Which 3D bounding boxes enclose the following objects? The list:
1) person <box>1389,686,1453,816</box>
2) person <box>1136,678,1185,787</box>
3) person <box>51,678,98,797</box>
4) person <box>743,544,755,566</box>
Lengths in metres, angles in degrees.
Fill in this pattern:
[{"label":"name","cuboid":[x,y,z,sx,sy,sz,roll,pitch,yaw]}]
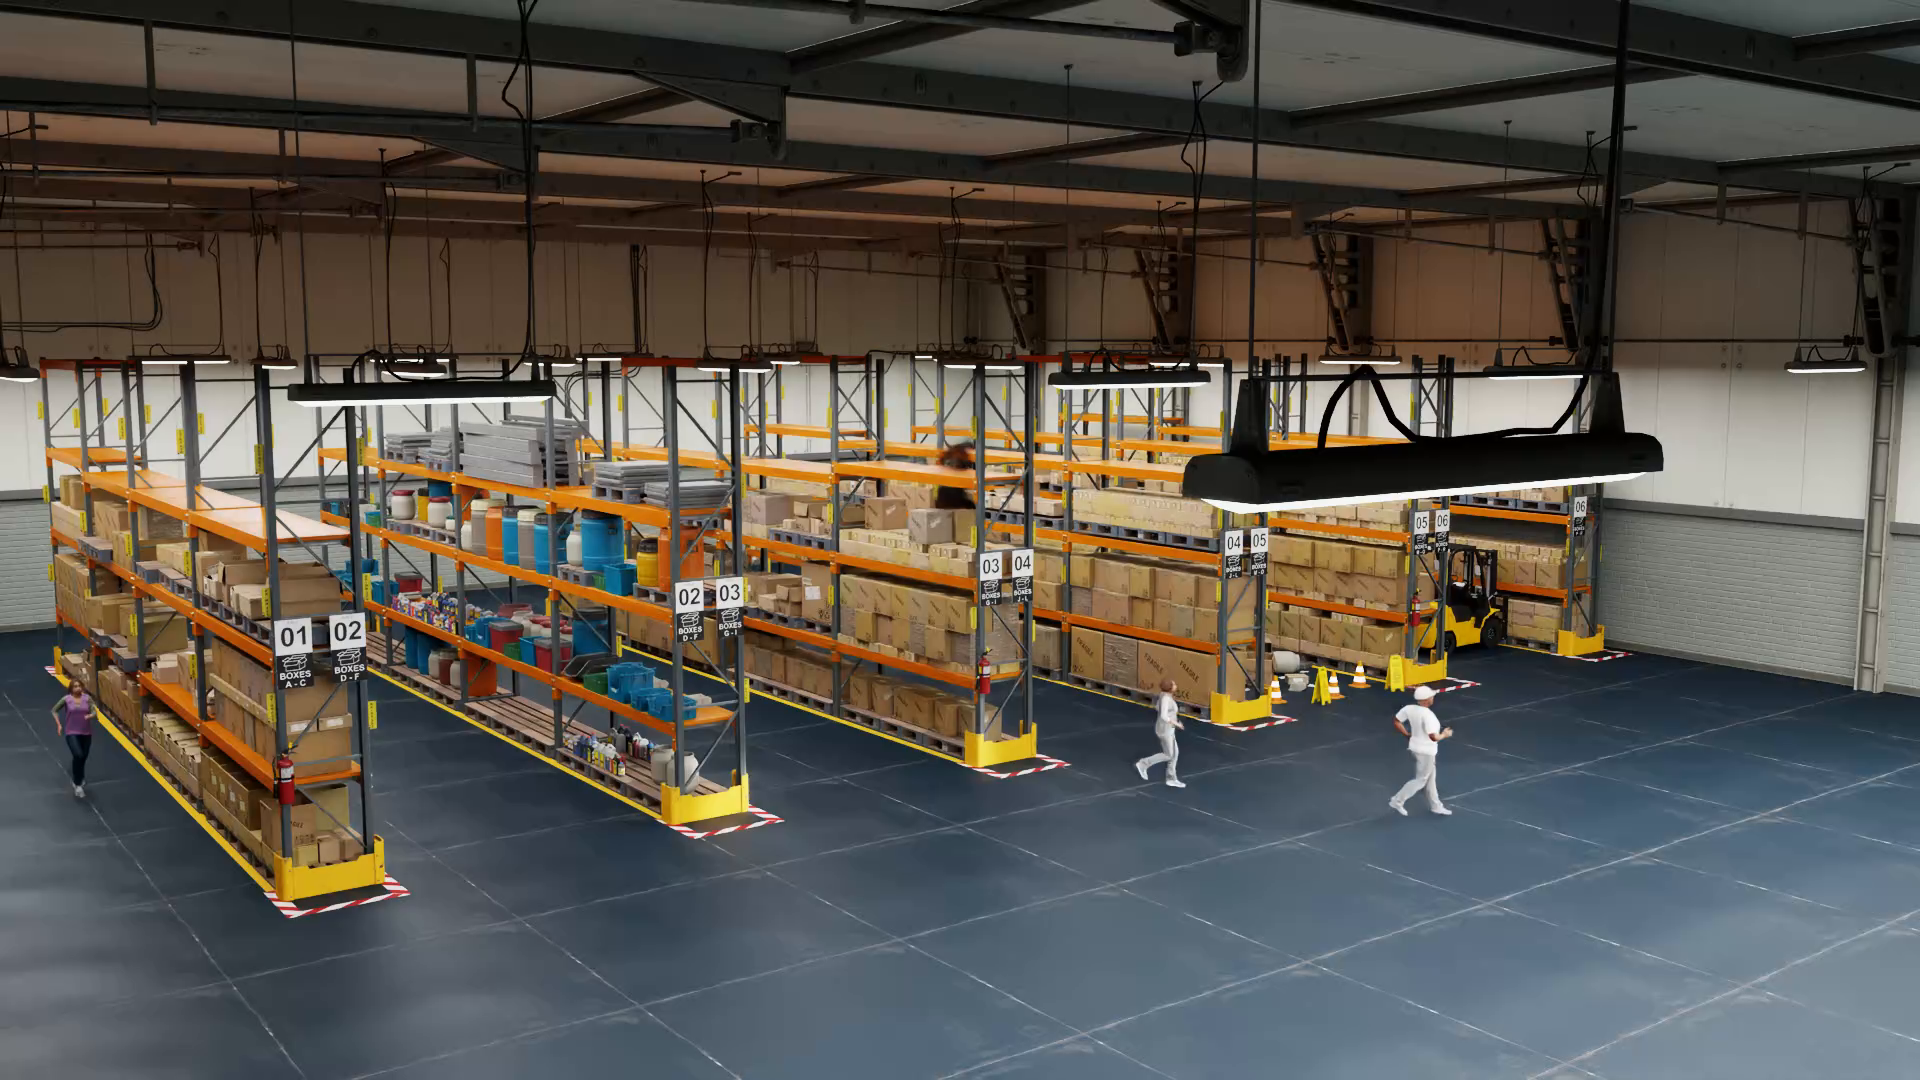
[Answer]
[{"label":"person","cuboid":[6.110,2.800,21.930,0.962,1.771,0.695,-1,7,-11]},{"label":"person","cuboid":[2.861,2.733,23.649,0.710,1.588,0.544,0,7,4]},{"label":"person","cuboid":[-12.364,2.750,23.270,0.710,1.644,0.468,6,9,42]},{"label":"person","cuboid":[-5.356,0.492,41.933,0.570,1.607,0.702,0,7,-1]}]
